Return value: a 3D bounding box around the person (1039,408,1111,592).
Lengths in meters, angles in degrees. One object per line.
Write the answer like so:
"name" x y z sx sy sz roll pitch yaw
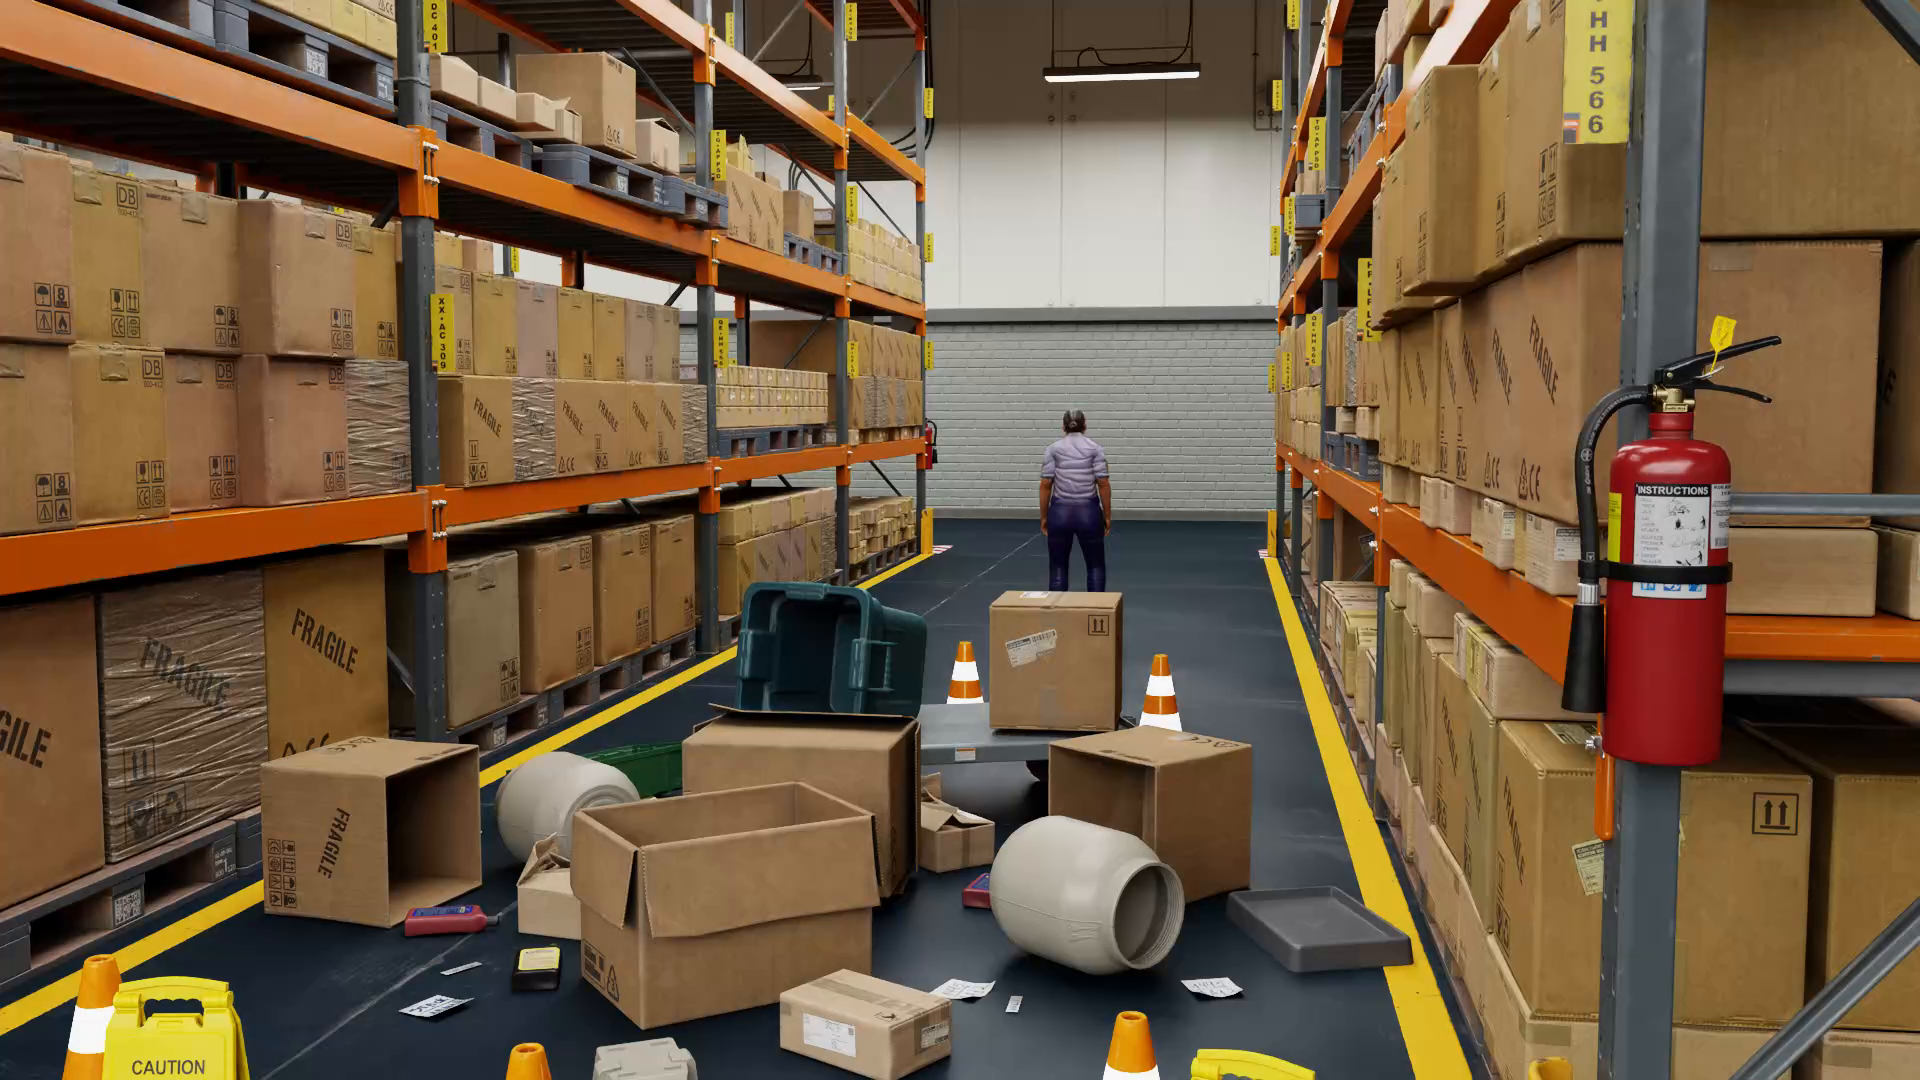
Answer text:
"person" 0.854 -0.139 12.188 0.542 1.652 0.368 1 5 8
